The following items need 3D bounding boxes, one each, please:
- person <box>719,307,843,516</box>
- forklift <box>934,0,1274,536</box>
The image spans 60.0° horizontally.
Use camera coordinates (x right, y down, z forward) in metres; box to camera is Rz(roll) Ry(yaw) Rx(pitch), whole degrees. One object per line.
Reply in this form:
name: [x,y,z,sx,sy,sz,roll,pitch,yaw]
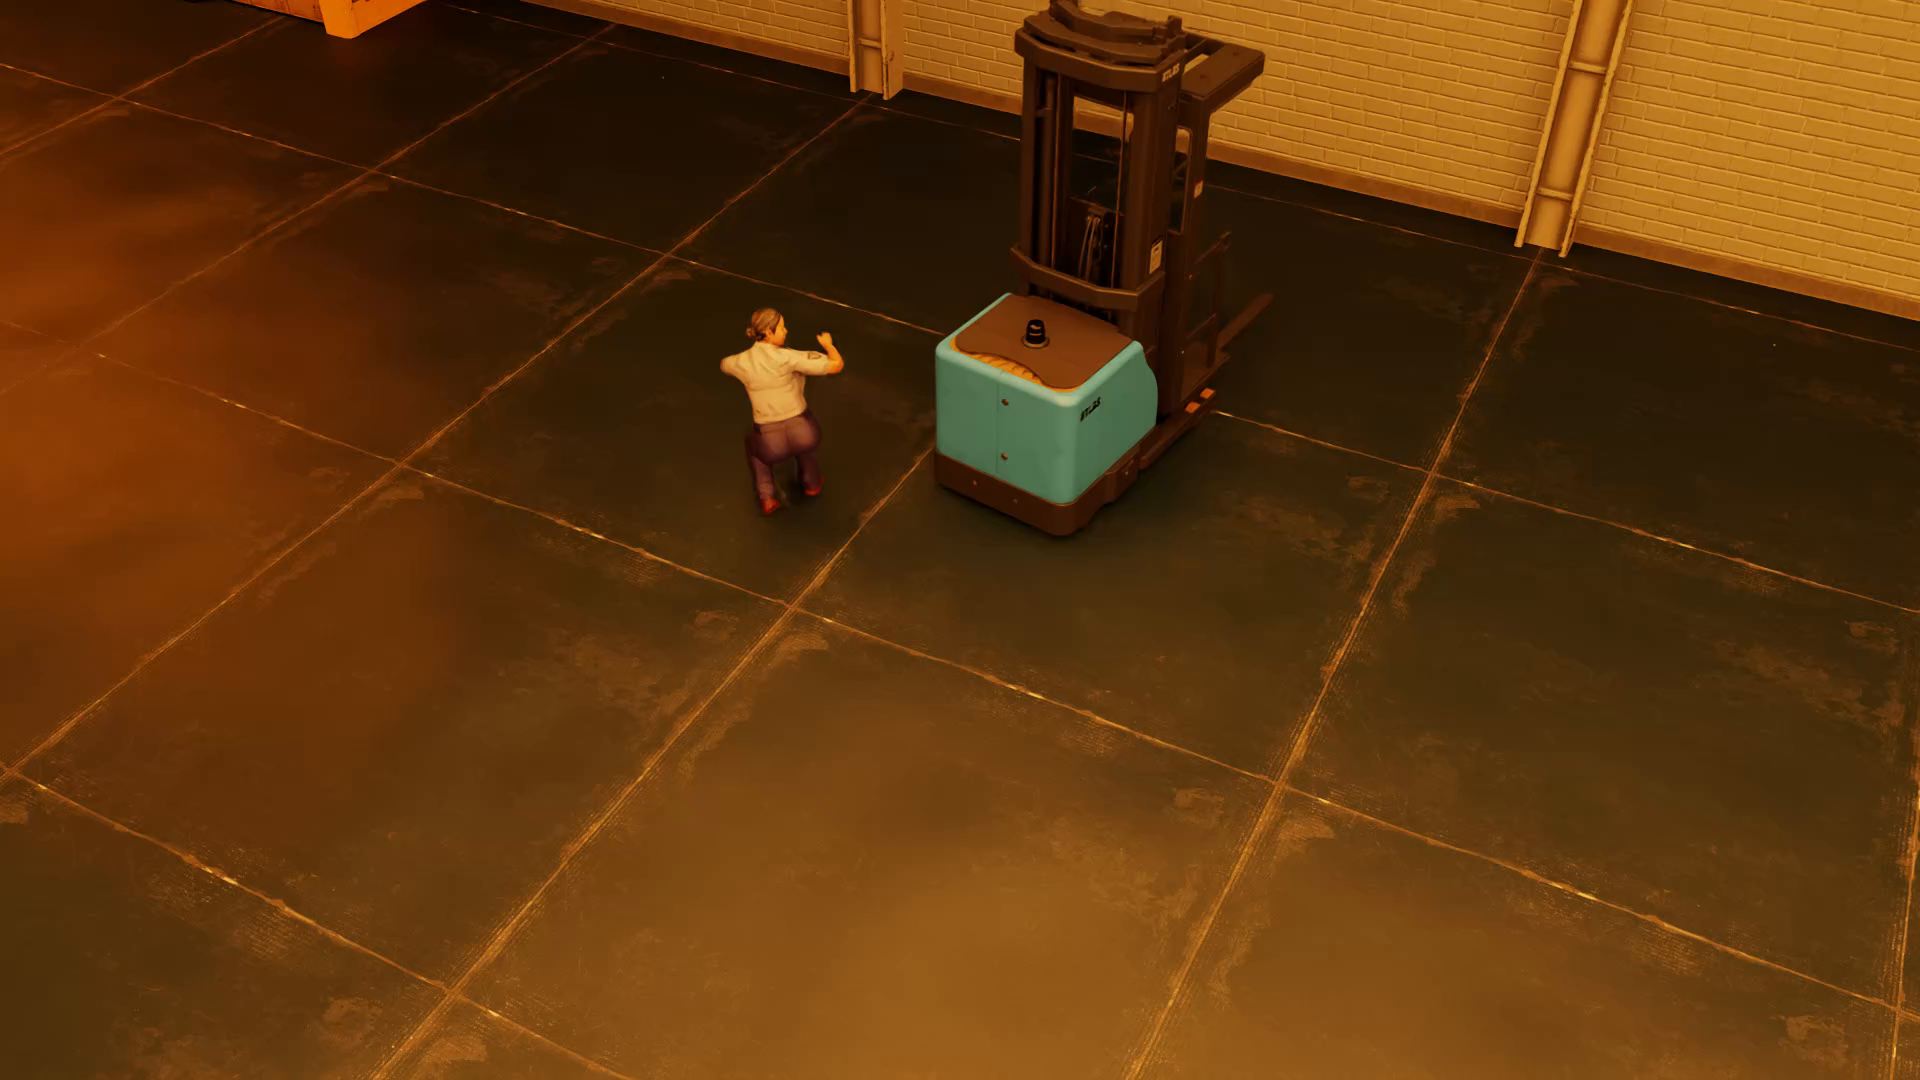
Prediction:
person: [-1.086,-0.851,10.218,0.730,1.386,0.922,-6,40,-7]
forklift: [1.108,-2.050,10.420,1.130,2.935,3.031,25,46,27]
